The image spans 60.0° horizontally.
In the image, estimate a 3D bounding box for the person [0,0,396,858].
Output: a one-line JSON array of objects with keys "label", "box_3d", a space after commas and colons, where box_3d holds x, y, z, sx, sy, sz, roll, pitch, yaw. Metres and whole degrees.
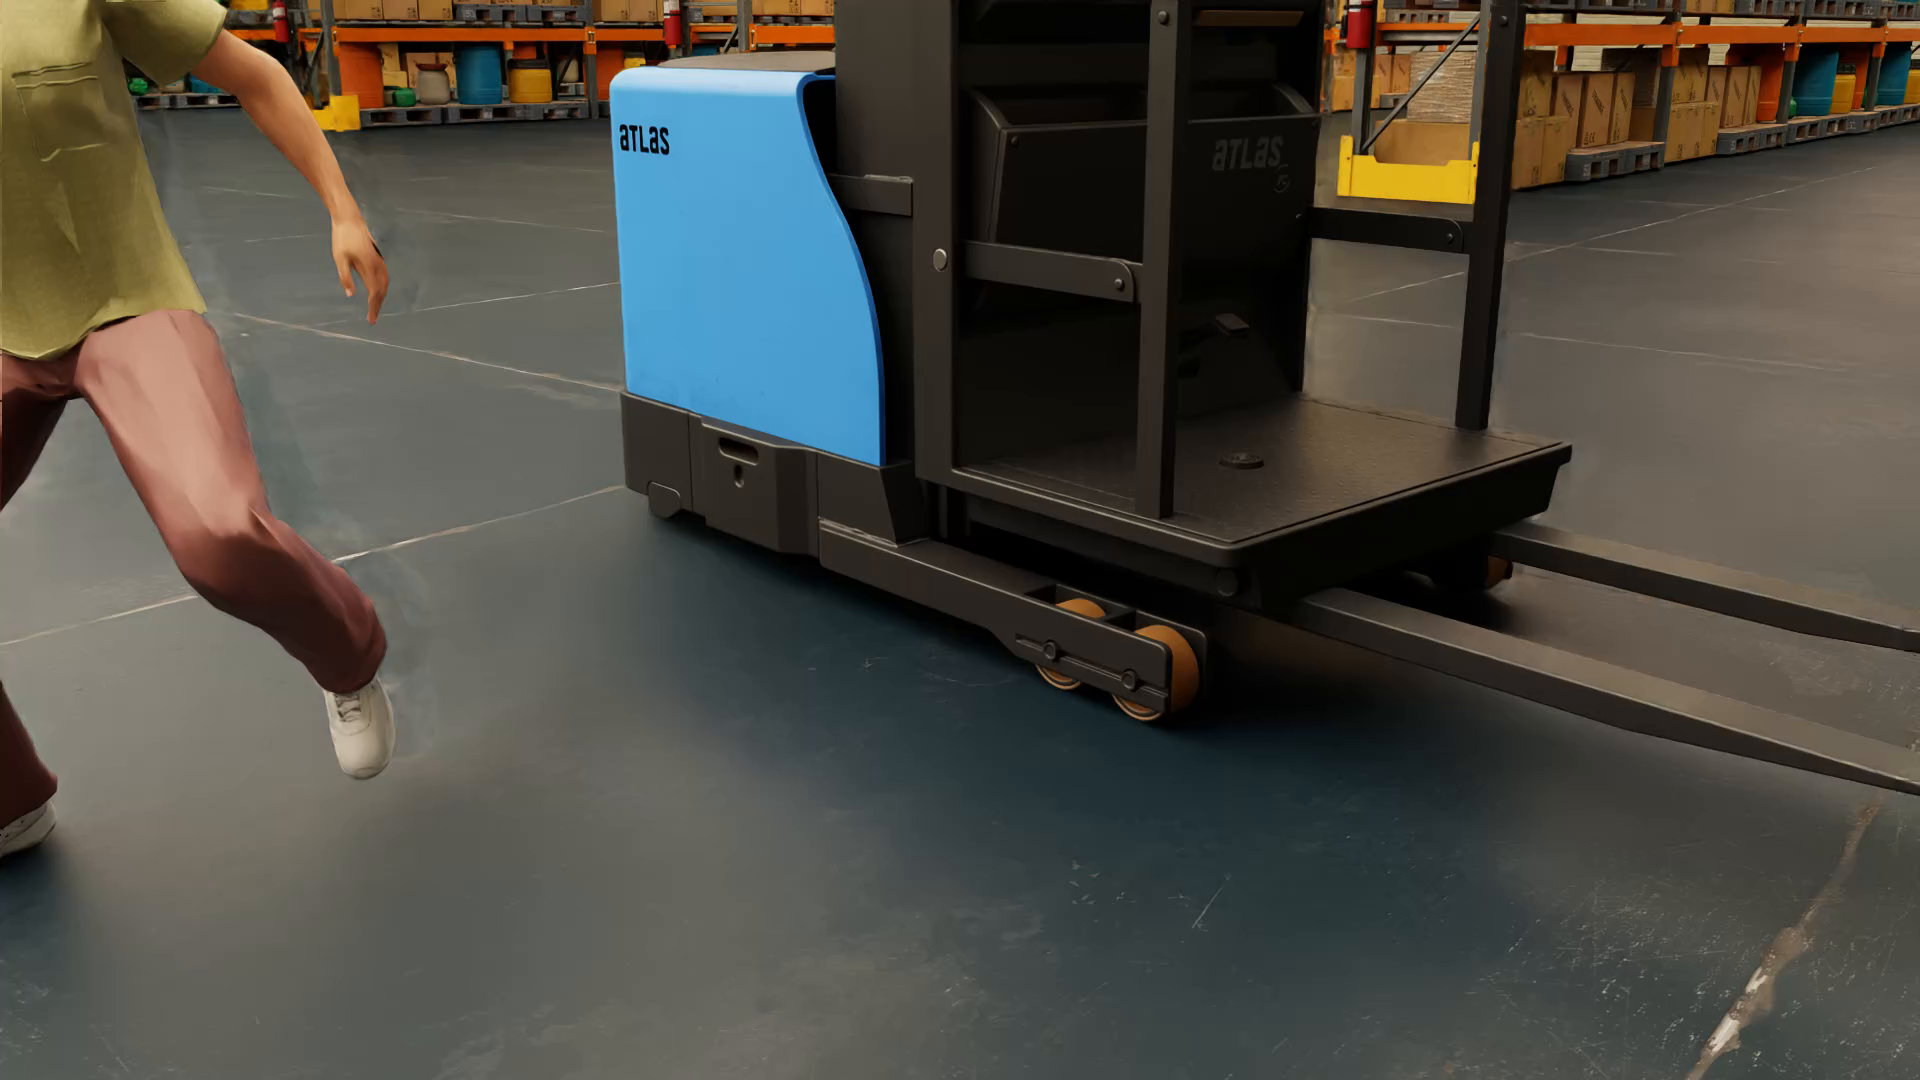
[{"label": "person", "box_3d": [-1.239, -0.270, 2.229, 0.890, 1.561, 0.496, -4, 17, -13]}]

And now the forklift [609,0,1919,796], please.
[{"label": "forklift", "box_3d": [0.522, -1.253, 3.024, 1.130, 2.935, 3.031, -15, 22, -40]}]
